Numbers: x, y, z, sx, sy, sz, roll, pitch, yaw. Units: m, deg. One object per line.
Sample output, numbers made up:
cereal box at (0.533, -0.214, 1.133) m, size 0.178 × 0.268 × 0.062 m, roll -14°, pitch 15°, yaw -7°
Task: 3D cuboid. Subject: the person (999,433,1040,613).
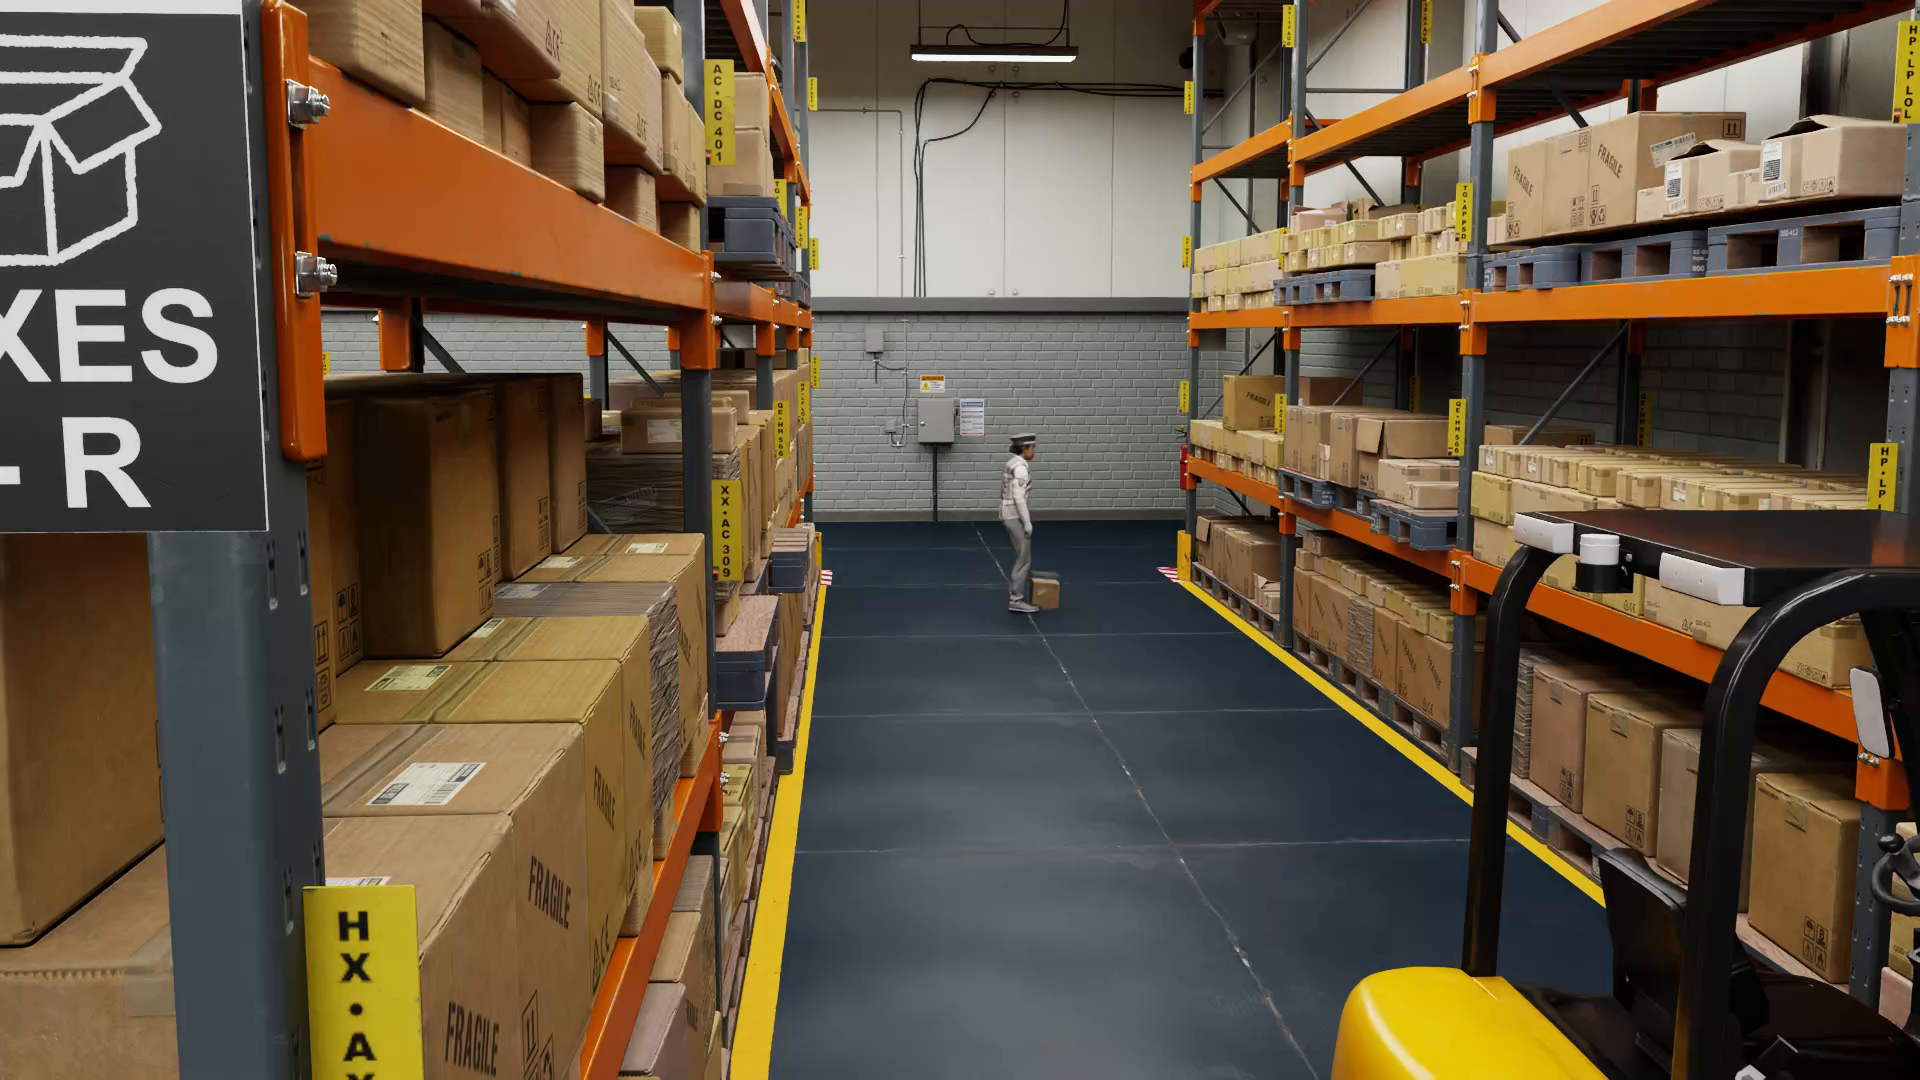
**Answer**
person at (0.575, -0.172, 15.639) m, size 0.412 × 1.664 × 0.514 m, roll -1°, pitch 7°, yaw -6°
